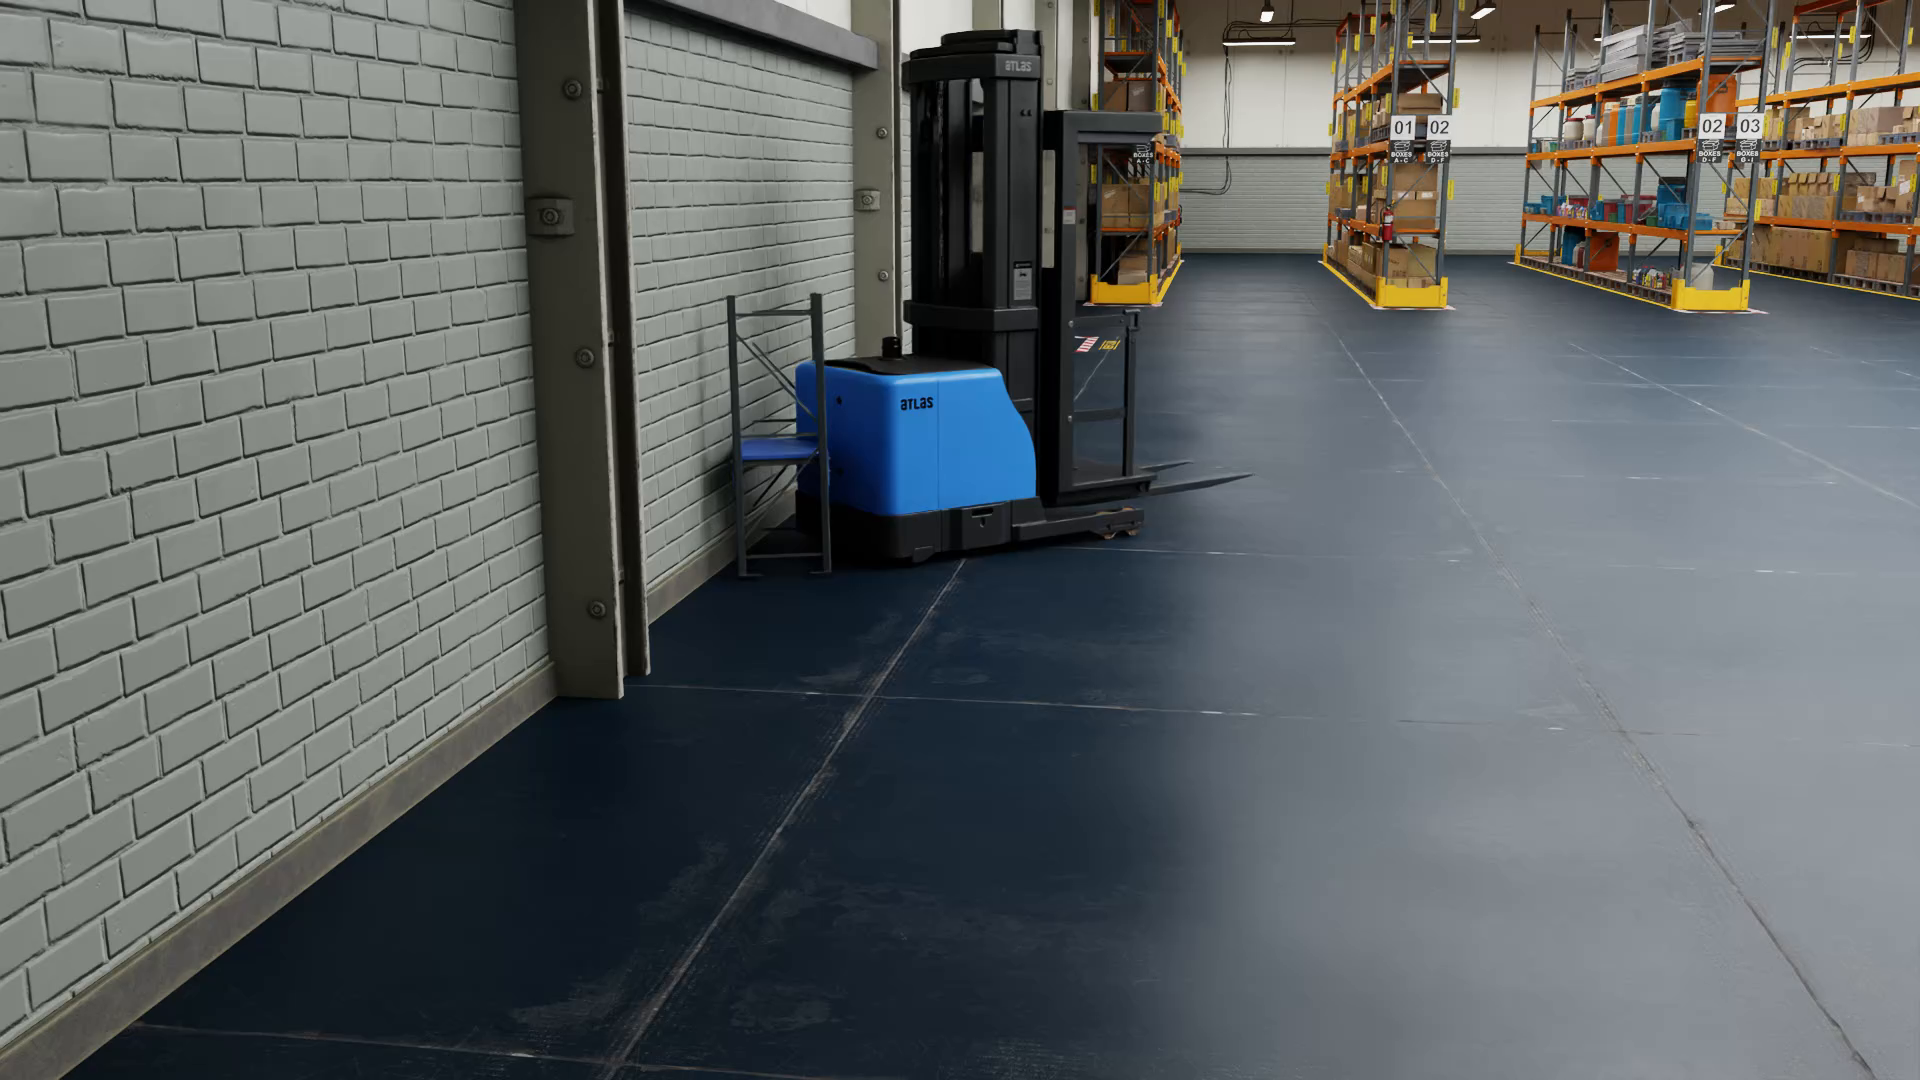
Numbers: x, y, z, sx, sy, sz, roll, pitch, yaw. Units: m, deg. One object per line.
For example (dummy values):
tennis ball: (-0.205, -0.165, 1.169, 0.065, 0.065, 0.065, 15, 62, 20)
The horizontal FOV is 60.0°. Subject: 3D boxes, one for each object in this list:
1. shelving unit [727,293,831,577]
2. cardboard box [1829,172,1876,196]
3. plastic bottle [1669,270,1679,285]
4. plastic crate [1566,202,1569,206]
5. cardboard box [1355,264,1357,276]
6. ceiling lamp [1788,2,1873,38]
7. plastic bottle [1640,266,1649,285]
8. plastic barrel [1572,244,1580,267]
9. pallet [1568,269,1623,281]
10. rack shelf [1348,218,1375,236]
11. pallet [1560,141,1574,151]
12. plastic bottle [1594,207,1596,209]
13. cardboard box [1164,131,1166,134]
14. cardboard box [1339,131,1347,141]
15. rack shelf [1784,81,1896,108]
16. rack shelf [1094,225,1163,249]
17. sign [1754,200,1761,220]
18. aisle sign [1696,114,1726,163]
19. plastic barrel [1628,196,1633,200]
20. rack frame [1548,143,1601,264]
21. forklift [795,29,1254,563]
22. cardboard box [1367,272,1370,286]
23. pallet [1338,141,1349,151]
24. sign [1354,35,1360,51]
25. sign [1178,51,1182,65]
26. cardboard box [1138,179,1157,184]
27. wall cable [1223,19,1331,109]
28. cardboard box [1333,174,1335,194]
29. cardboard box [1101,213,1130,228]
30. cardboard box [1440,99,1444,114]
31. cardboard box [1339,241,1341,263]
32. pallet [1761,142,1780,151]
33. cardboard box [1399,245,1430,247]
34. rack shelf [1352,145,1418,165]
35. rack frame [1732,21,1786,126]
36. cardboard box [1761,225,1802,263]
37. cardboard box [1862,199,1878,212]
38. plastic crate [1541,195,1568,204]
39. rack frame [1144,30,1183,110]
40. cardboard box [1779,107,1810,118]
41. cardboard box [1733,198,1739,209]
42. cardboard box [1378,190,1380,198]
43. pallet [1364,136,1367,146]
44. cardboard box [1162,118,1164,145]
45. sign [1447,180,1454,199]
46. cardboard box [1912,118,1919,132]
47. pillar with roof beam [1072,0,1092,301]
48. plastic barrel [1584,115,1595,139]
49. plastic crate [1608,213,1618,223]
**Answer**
shelving unit: (-1.018, -0.630, 9.384, 0.538, 1.500, 1.048, -2, 9, -6)
cardboard box: (18.939, -7.548, 35.280, 0.797, 0.503, 0.637, 2, 12, 11)
plastic bottle: (13.308, -4.885, 30.961, 0.152, 0.276, 0.135, 2, 12, 9)
plastic crate: (14.949, -8.134, 40.754, 0.437, 0.282, 0.530, 2, 12, 9)
cardboard box: (8.343, -5.515, 33.994, 0.500, 0.250, 0.500, 2, 12, 10)
ceiling lamp: (22.959, -14.785, 43.384, 2.000, 3.185, 0.800, 2, 12, 9)
plastic bottle: (12.739, -4.911, 30.906, 0.144, 0.351, 0.185, 1, 12, 6)
plastic barrel: (14.148, -6.465, 37.780, 0.421, 0.512, 0.421, 0, 12, 0)
pallet: (13.997, -5.820, 36.499, 1.003, 0.211, 1.213, 2, 12, 9)
rack shelf: (8.715, -6.411, 34.329, 1.077, 0.370, 4.000, 2, 12, 9)
pallet: (14.508, -9.058, 38.233, 1.213, 0.211, 1.003, 2, 12, 9)
plastic bottle: (14.510, -7.486, 37.916, 0.097, 0.271, 0.097, 0, 12, 0)
cardboard box: (4.477, -9.604, 39.036, 0.700, 0.500, 0.500, 2, 12, 8)
cardboard box: (9.445, -9.759, 40.207, 0.500, 0.250, 0.500, 2, 12, 9)
rack shelf: (19.119, -9.659, 36.110, 1.077, 0.370, 4.000, 2, 12, 9)
rack shelf: (3.205, -5.738, 31.207, 1.077, 0.370, 4.000, 2, 12, 9)
sign: (13.229, -5.469, 27.593, 0.100, 0.325, 0.005, 2, 12, 9)
aisle sign: (12.382, -6.618, 27.411, 0.394, 0.787, 0.004, 2, 12, 9)
plastic barrel: (13.970, -6.851, 34.399, 0.421, 0.512, 0.421, 0, 12, 0)
rack frame: (14.532, -7.850, 39.301, 1.000, 3.000, 0.127, 2, 12, 9)
forklift: (0.516, -1.524, 10.108, 3.031, 2.935, 1.130, -9, 15, -35)
cardboard box: (7.802, -4.809, 30.716, 0.500, 0.250, 0.500, 2, 12, 9)
pallet: (9.312, -9.037, 38.131, 1.213, 0.211, 1.003, 2, 12, 9)
sign: (8.485, -10.623, 35.519, 0.100, 0.325, 0.005, 2, 12, 9)
sign: (5.281, -11.584, 39.981, 0.100, 0.325, 0.005, 2, 12, 9)
cardboard box: (4.069, -7.780, 36.150, 0.380, 0.149, 0.250, 0, 12, -1)
wall cable: (9.254, -13.966, 48.820, 3.097, 2.526, 0.112, 2, 12, 9)
cardboard box: (9.693, -8.979, 41.928, 0.500, 0.500, 0.500, 2, 12, 8)
cardboard box: (2.778, -5.713, 29.693, 0.500, 0.250, 0.500, 2, 12, 9)
cardboard box: (8.318, -7.639, 29.635, 0.500, 0.500, 0.500, 2, 12, 9)
cardboard box: (9.252, -6.801, 39.318, 0.500, 0.500, 0.500, 2, 12, 9)
pallet: (19.752, -9.536, 40.213, 1.003, 0.211, 1.213, 2, 12, 9)
cardboard box: (8.328, -5.158, 30.557, 0.500, 0.500, 0.500, 2, 12, 9)
rack shelf: (8.715, -7.877, 34.013, 1.077, 0.370, 4.000, 2, 12, 9)
rack frame: (20.041, -11.455, 41.788, 1.000, 3.000, 0.127, 2, 12, 9)
cardboard box: (19.607, -6.991, 39.361, 0.875, 0.875, 0.875, 2, 12, 9)
cardboard box: (18.326, -6.648, 33.080, 0.500, 0.250, 0.500, 2, 12, 7)
plastic crate: (15.280, -8.654, 42.803, 0.616, 0.435, 0.499, 2, 12, 9)
rack frame: (5.358, -11.937, 44.022, 1.000, 3.000, 0.127, 2, 12, 9)
cardboard box: (19.577, -10.021, 39.003, 0.500, 0.250, 0.500, 1, 12, 5)
cardboard box: (19.627, -8.395, 41.478, 0.500, 0.250, 0.500, 2, 12, 8)
cardboard box: (8.019, -6.450, 31.025, 0.380, 0.149, 0.250, 1, 12, 7)
pallet: (8.838, -8.176, 34.140, 1.003, 0.211, 1.213, 2, 12, 11)
cardboard box: (3.679, -7.917, 32.207, 0.500, 0.500, 0.500, 2, 12, 10)
sign: (8.340, -5.956, 28.269, 0.100, 0.325, 0.005, 2, 12, 9)
cardboard box: (18.241, -7.829, 31.406, 0.396, 0.266, 0.258, 2, 12, 11)
pillar with roof beam: (6.404, -8.640, 28.726, 9.100, 9.000, 0.400, 2, 12, 9)
plastic barrel: (14.041, -9.130, 36.797, 0.433, 0.535, 0.433, 0, 12, 0)
plastic crate: (13.291, -6.453, 33.320, 0.450, 0.188, 0.662, 2, 12, 9)
